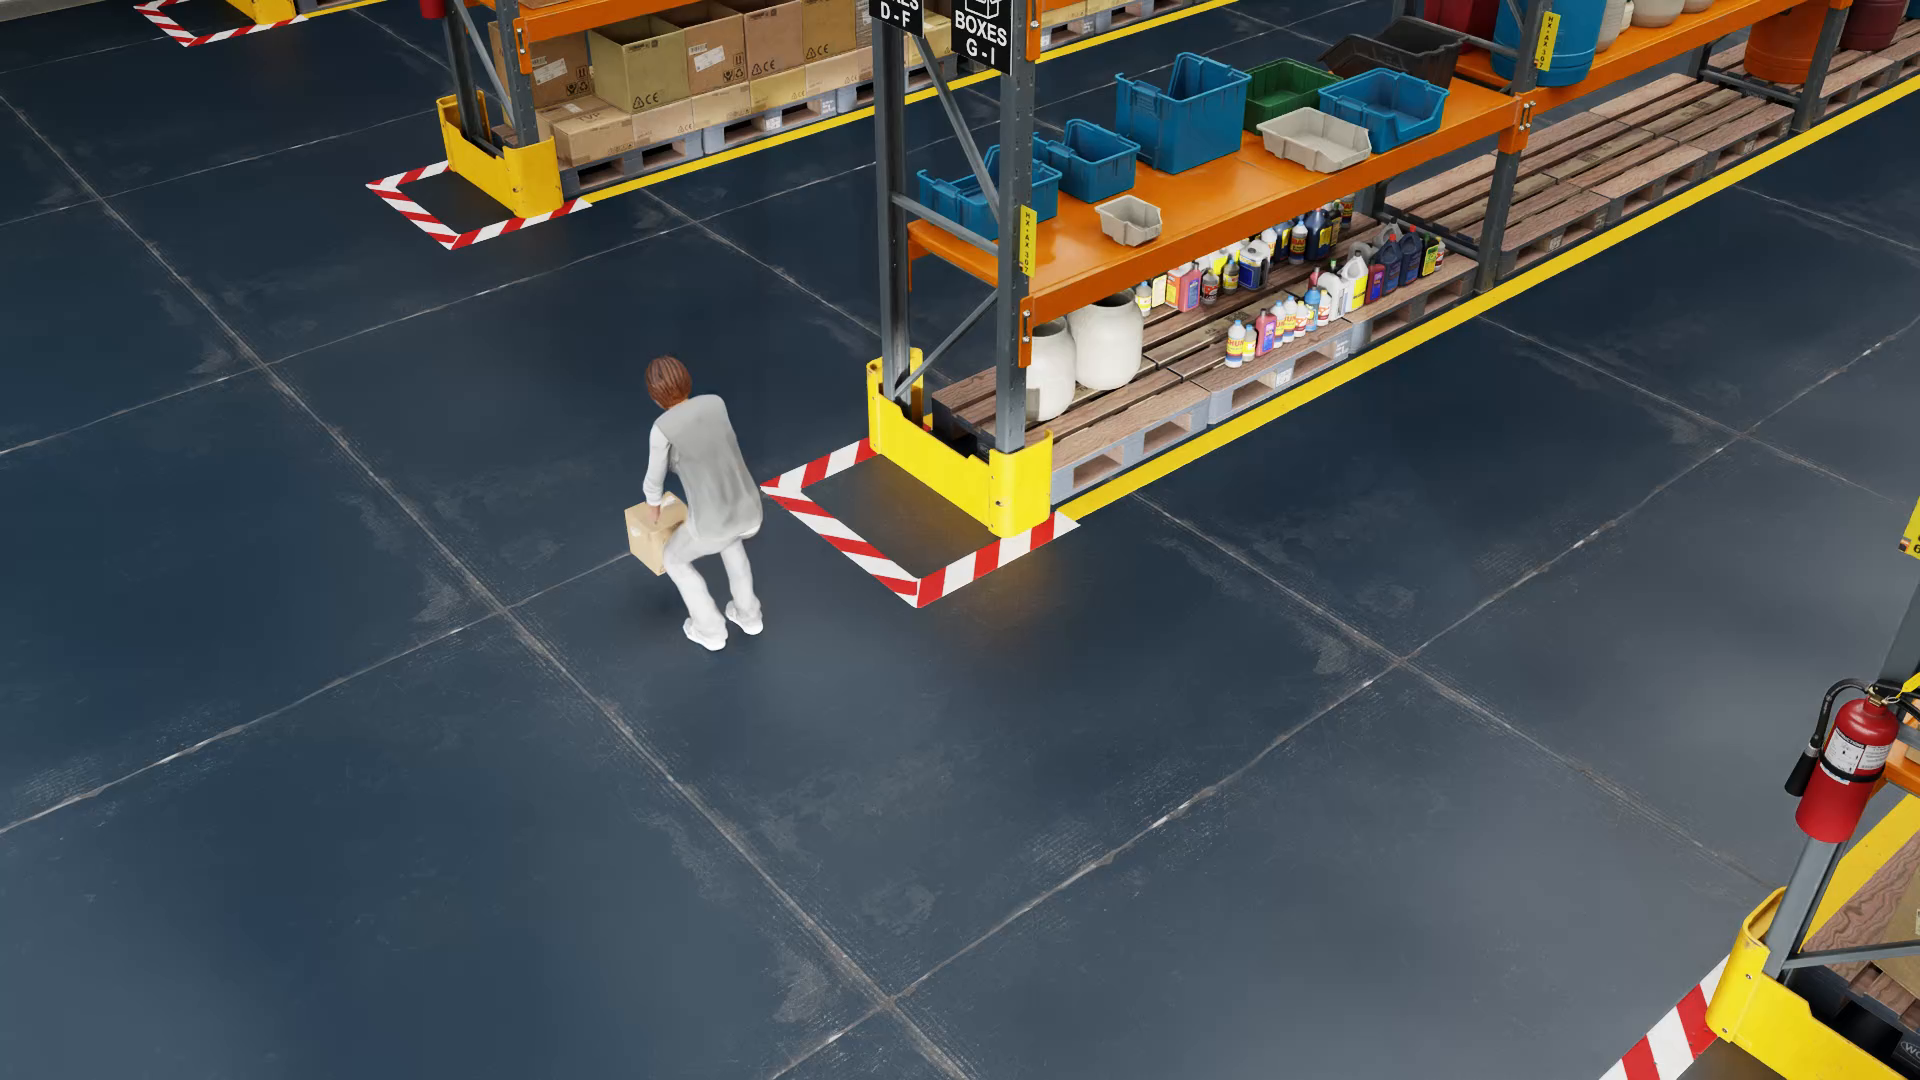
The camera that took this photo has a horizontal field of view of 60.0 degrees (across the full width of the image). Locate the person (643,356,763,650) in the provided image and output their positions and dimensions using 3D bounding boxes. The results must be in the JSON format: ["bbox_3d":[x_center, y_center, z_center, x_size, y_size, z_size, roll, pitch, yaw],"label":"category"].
[{"bbox_3d":[-1.151,-0.119,7.435,0.459,1.381,0.580,-26,44,-31],"label":"person"}]
